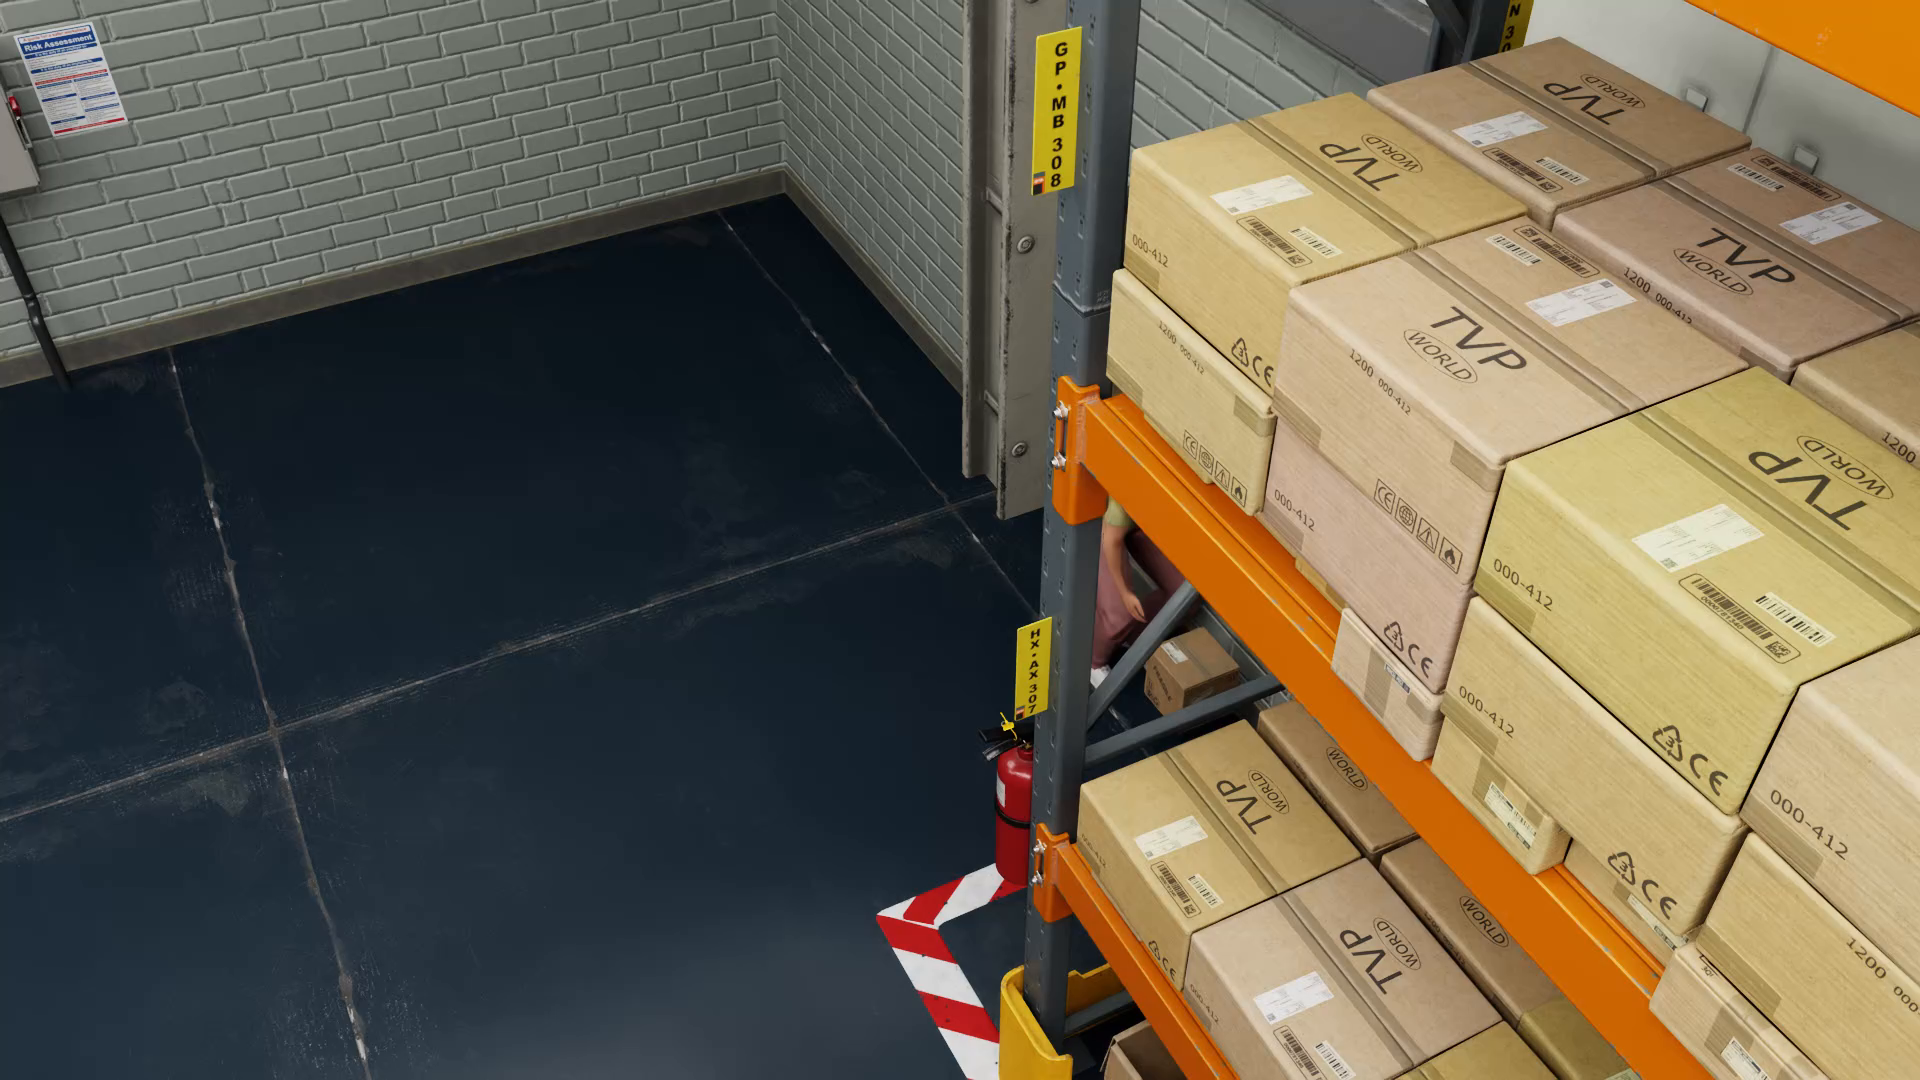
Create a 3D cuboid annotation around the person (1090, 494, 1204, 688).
[{"bbox_3d":[0.721,0.078,6.434,0.511,1.201,0.651,-19,45,-20],"label":"person"}]
